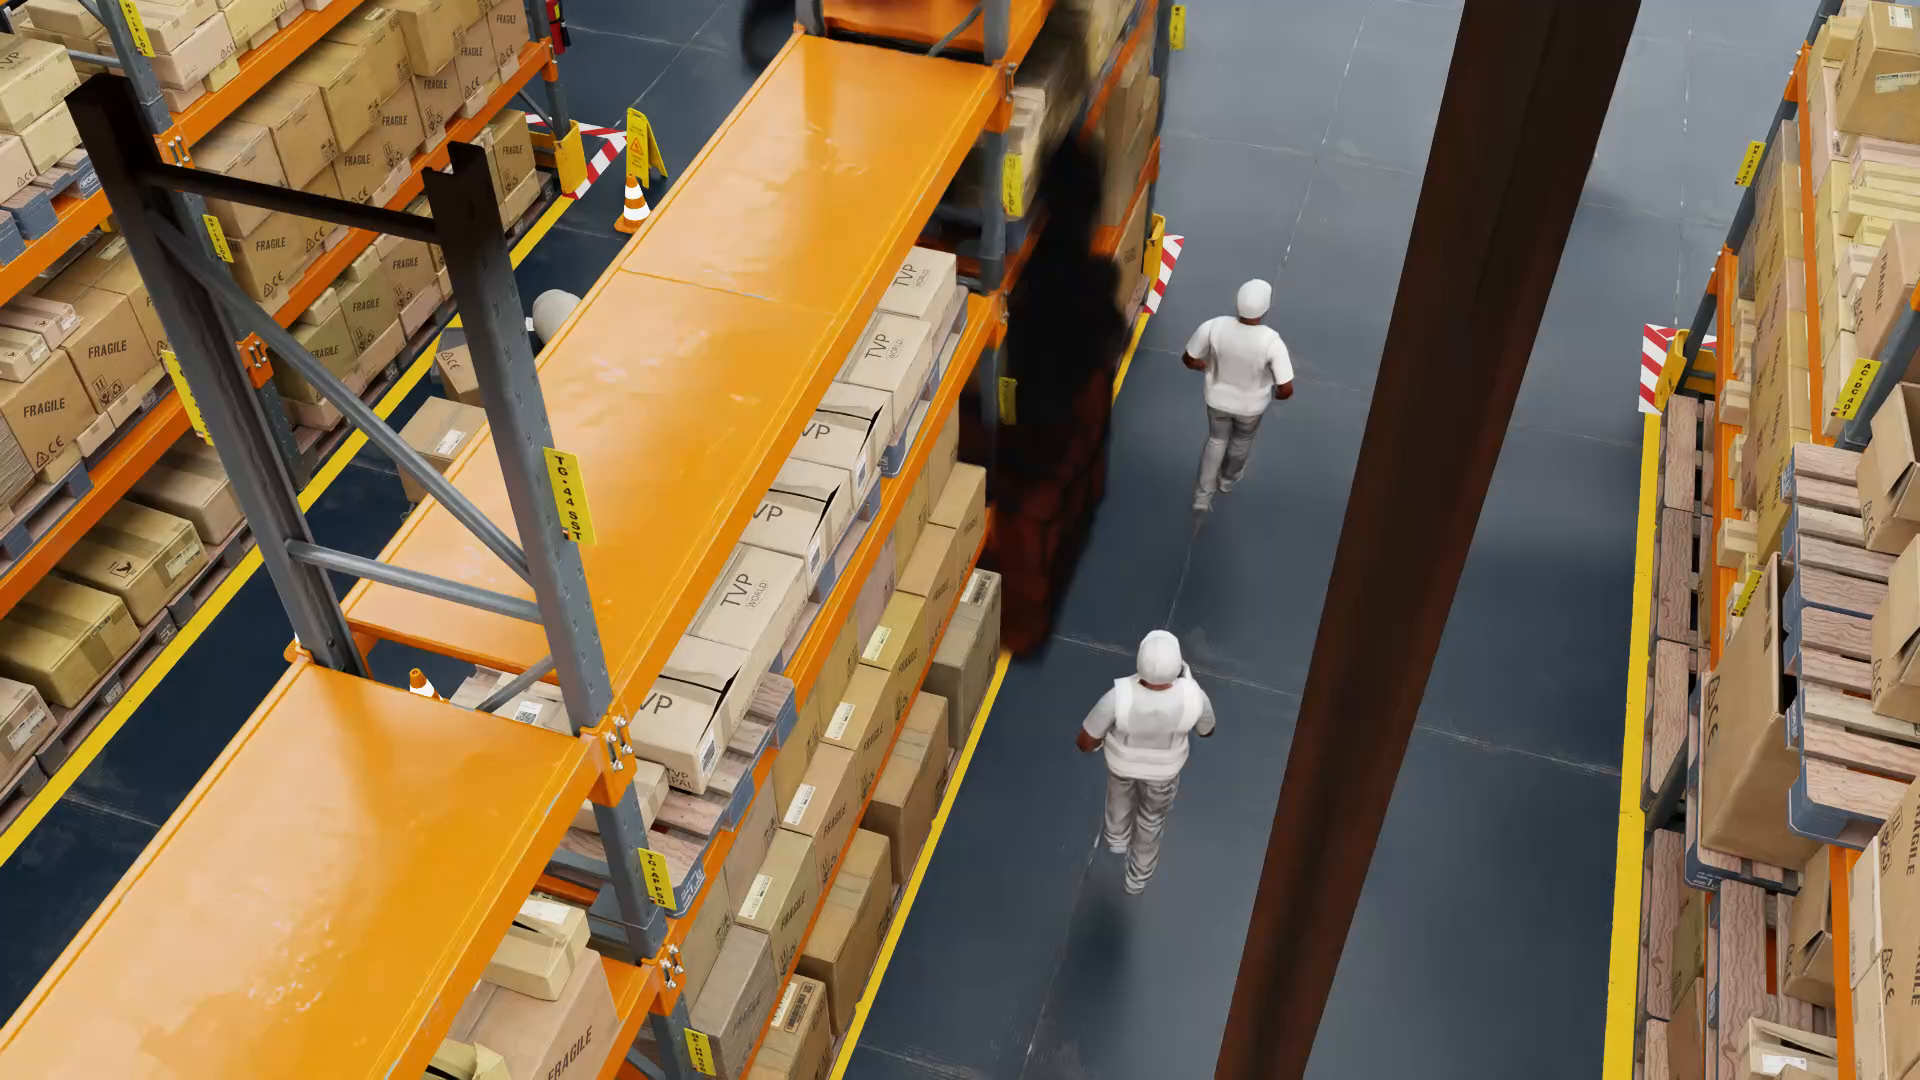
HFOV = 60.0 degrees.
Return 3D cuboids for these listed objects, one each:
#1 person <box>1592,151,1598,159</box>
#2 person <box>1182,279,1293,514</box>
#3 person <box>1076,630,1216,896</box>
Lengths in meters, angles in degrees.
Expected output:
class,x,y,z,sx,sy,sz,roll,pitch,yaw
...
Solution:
class,x,y,z,sx,sy,sz,roll,pitch,yaw
person,5.089,-3.791,13.686,0.574,1.651,0.756,-22,50,-20
person,1.719,-0.875,10.375,0.713,1.761,0.729,17,48,16
person,0.934,1.080,8.468,0.659,1.868,0.673,7,46,7
